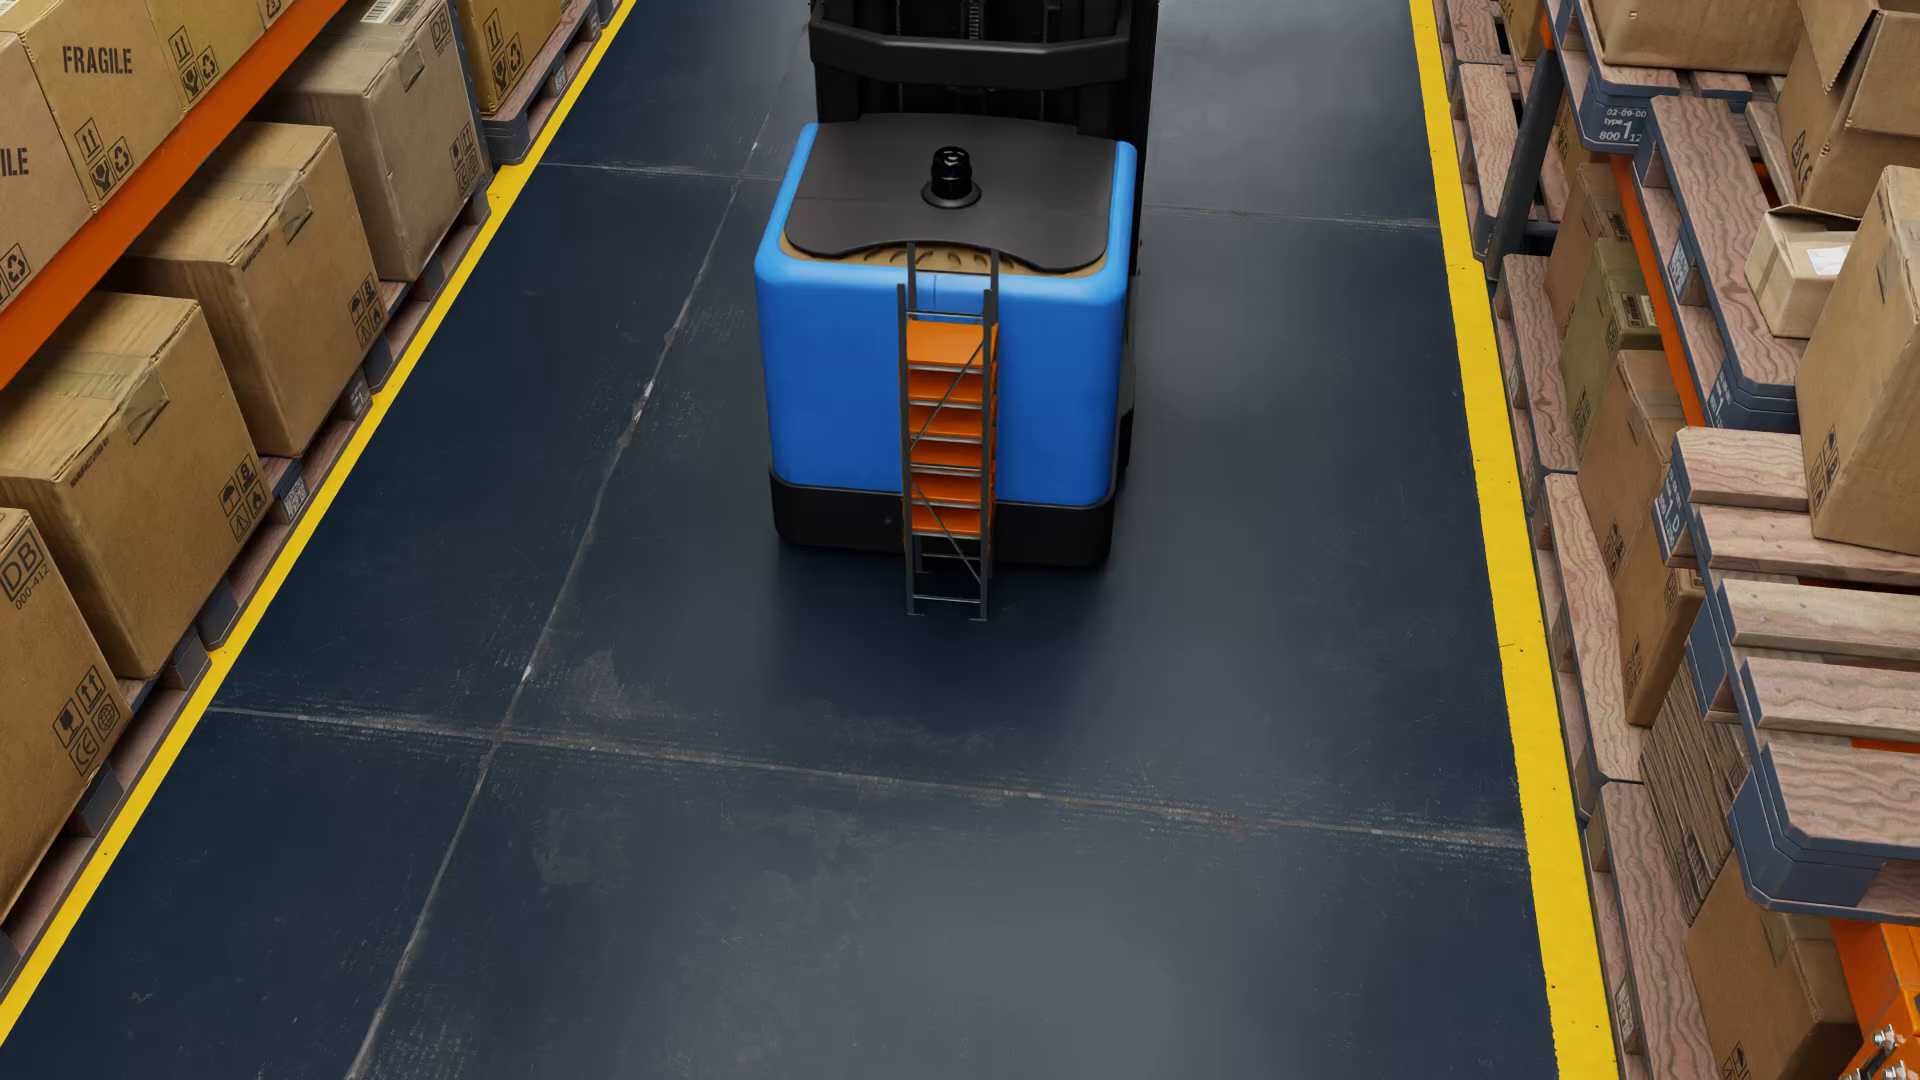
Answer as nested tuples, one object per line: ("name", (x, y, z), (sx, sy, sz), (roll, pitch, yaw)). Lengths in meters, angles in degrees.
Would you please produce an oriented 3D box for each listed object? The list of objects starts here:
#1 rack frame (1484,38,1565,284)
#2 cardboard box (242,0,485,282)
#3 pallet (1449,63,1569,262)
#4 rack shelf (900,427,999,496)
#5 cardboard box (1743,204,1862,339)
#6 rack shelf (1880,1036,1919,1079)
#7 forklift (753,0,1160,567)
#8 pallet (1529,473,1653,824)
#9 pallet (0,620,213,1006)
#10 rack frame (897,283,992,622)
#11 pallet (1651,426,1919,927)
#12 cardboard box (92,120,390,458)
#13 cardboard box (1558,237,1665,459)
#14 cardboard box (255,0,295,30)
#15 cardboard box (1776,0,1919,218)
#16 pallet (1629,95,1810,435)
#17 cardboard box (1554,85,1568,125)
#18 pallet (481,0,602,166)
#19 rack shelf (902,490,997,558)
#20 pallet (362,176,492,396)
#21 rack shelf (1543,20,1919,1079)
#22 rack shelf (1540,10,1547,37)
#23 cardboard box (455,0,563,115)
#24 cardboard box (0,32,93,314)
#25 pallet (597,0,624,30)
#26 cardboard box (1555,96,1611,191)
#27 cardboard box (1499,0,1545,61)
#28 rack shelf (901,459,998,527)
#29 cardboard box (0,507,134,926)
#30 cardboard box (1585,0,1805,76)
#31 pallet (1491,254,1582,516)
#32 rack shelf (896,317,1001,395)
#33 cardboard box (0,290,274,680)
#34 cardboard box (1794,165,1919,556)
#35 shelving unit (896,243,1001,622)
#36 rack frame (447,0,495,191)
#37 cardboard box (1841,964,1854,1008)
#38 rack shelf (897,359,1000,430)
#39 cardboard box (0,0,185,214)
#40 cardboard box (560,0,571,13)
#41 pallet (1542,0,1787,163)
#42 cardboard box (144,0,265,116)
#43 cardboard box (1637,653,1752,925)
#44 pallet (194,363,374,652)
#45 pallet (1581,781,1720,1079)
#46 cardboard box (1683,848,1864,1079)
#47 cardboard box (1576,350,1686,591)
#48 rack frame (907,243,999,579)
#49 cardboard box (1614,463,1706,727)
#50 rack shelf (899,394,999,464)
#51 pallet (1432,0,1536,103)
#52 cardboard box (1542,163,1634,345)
("rack frame", (2.493, -2.058, 5.241), (1.000, 3.000, 0.127), (5, 44, 6))
("cardboard box", (-2.403, -1.482, 5.964), (1.050, 0.750, 0.750), (5, 44, 5))
("pallet", (2.546, -1.506, 6.687), (1.003, 0.211, 1.213), (5, 44, 6))
("rack shelf", (-0.029, -0.231, 4.686), (0.258, 0.103, 0.180), (5, 44, 5))
("cardboard box", (1.917, -0.596, 3.490), (0.396, 0.266, 0.258), (4, 44, 4))
("rack shelf", (1.699, 2.293, 1.170), (1.077, 0.370, 4.000), (5, 44, 6))
("forklift", (0.104, -1.997, 5.227), (1.130, 2.935, 3.031), (5, 44, 5))
("pallet", (2.232, 0.320, 4.759), (1.003, 0.211, 1.213), (5, 44, 6))
("pallet", (-2.760, 0.631, 4.430), (1.003, 0.211, 1.213), (5, 44, 6))
("rack frame", (-0.039, -0.201, 4.589), (0.240, 1.200, 0.006), (5, 44, 5))
("pallet", (1.952, 0.243, 2.951), (1.213, 0.211, 1.003), (5, 44, 6))
("cardboard box", (-2.535, -0.825, 5.270), (1.050, 0.750, 0.750), (5, 44, 6))
("cardboard box", (2.308, -0.570, 5.168), (0.700, 0.500, 0.500), (5, 44, 5))
("cardboard box", (-2.281, -1.889, 4.991), (0.500, 0.500, 0.500), (5, 44, 5))
("cardboard box", (2.355, -1.058, 3.805), (0.797, 0.503, 0.637), (9, 44, 10))
("pallet", (2.185, -0.615, 3.857), (1.003, 0.211, 1.213), (5, 44, 6))
("cardboard box", (2.653, -1.962, 6.653), (0.500, 0.500, 0.500), (19, 46, 19))
("pallet", (-2.232, -2.076, 7.289), (1.003, 0.211, 1.213), (5, 44, 6))
("rack shelf", (-0.029, -0.057, 4.851), (0.258, 0.103, 0.180), (5, 44, 5))
("pallet", (-2.438, -1.032, 6.186), (1.003, 0.211, 1.213), (5, 44, 6))
("rack shelf", (2.228, -0.433, 4.049), (1.077, 0.370, 4.000), (5, 44, 6))
("rack shelf", (2.757, -3.159, 6.928), (1.077, 0.370, 4.000), (5, 44, 6))
("cardboard box", (-2.258, -2.381, 6.822), (0.875, 0.875, 0.875), (6, 44, 6))
("cardboard box", (-2.481, -0.859, 3.903), (0.500, 0.500, 0.500), (5, 44, 5))
("pallet", (-2.074, -2.910, 8.169), (1.003, 0.211, 1.213), (5, 44, 6))
("cardboard box", (2.585, -1.571, 6.241), (0.500, 0.500, 0.500), (4, 44, 4))
("cardboard box", (2.658, -2.393, 7.108), (0.500, 0.500, 0.500), (2, 43, 2))
("rack shelf", (-0.029, -0.144, 4.768), (0.258, 0.103, 0.180), (5, 44, 5))
("cardboard box", (-2.770, 0.406, 3.970), (1.050, 0.750, 0.750), (5, 44, 5))
("cardboard box", (2.249, -1.899, 4.332), (1.000, 1.000, 1.000), (6, 44, 6))
("pallet", (2.391, -0.514, 5.640), (1.003, 0.211, 1.213), (5, 44, 6))
("rack shelf", (-0.029, -0.492, 4.438), (0.258, 0.103, 0.180), (5, 44, 5))
("cardboard box", (-2.657, -0.190, 4.600), (1.050, 0.750, 0.750), (6, 44, 6))
("cardboard box", (1.970, -0.281, 2.987), (0.700, 0.500, 0.500), (11, 45, 12))
("shelving unit", (-0.029, -0.263, 4.655), (0.258, 1.200, 0.189), (5, 44, 5))
("rack frame", (-2.410, -2.577, 5.790), (1.000, 3.000, 0.127), (5, 44, 6))
("cardboard box", (2.023, 0.685, 3.298), (0.500, 0.250, 0.500), (7, 44, 7))
("rack shelf", (-0.029, -0.405, 4.521), (0.258, 0.103, 0.180), (5, 44, 5))
("cardboard box", (-2.413, -1.199, 4.262), (0.500, 0.500, 0.500), (5, 44, 5))
("cardboard box", (-2.143, -2.995, 7.472), (0.875, 0.875, 0.875), (6, 44, 6))
("pallet", (2.247, -1.480, 4.771), (1.003, 0.211, 1.213), (5, 44, 6))
("cardboard box", (-2.348, -1.545, 4.627), (0.500, 0.500, 0.500), (6, 44, 6))
("cardboard box", (2.093, 0.579, 3.955), (0.700, 0.500, 0.500), (2, 43, 2))
("pallet", (-2.597, -0.198, 5.306), (1.003, 0.211, 1.213), (5, 44, 6))
("pallet", (2.069, 1.149, 3.883), (1.003, 0.211, 1.213), (5, 44, 6))
("cardboard box", (2.033, 0.958, 3.555), (0.700, 0.500, 0.500), (3, 44, 3))
("cardboard box", (2.235, -0.188, 4.765), (0.700, 0.500, 0.500), (2, 43, 2))
("rack frame", (-0.018, -0.326, 4.721), (0.240, 1.200, 0.006), (5, 44, 5))
("cardboard box", (2.161, 0.192, 4.364), (0.700, 0.500, 0.500), (9, 44, 9))
("rack shelf", (-0.029, -0.318, 4.603), (0.258, 0.103, 0.180), (5, 44, 5))
("pallet", (2.705, -2.340, 7.568), (1.003, 0.211, 1.213), (5, 44, 6))
("cardboard box", (2.390, -0.893, 5.510), (0.700, 0.500, 0.500), (2, 43, 2))
